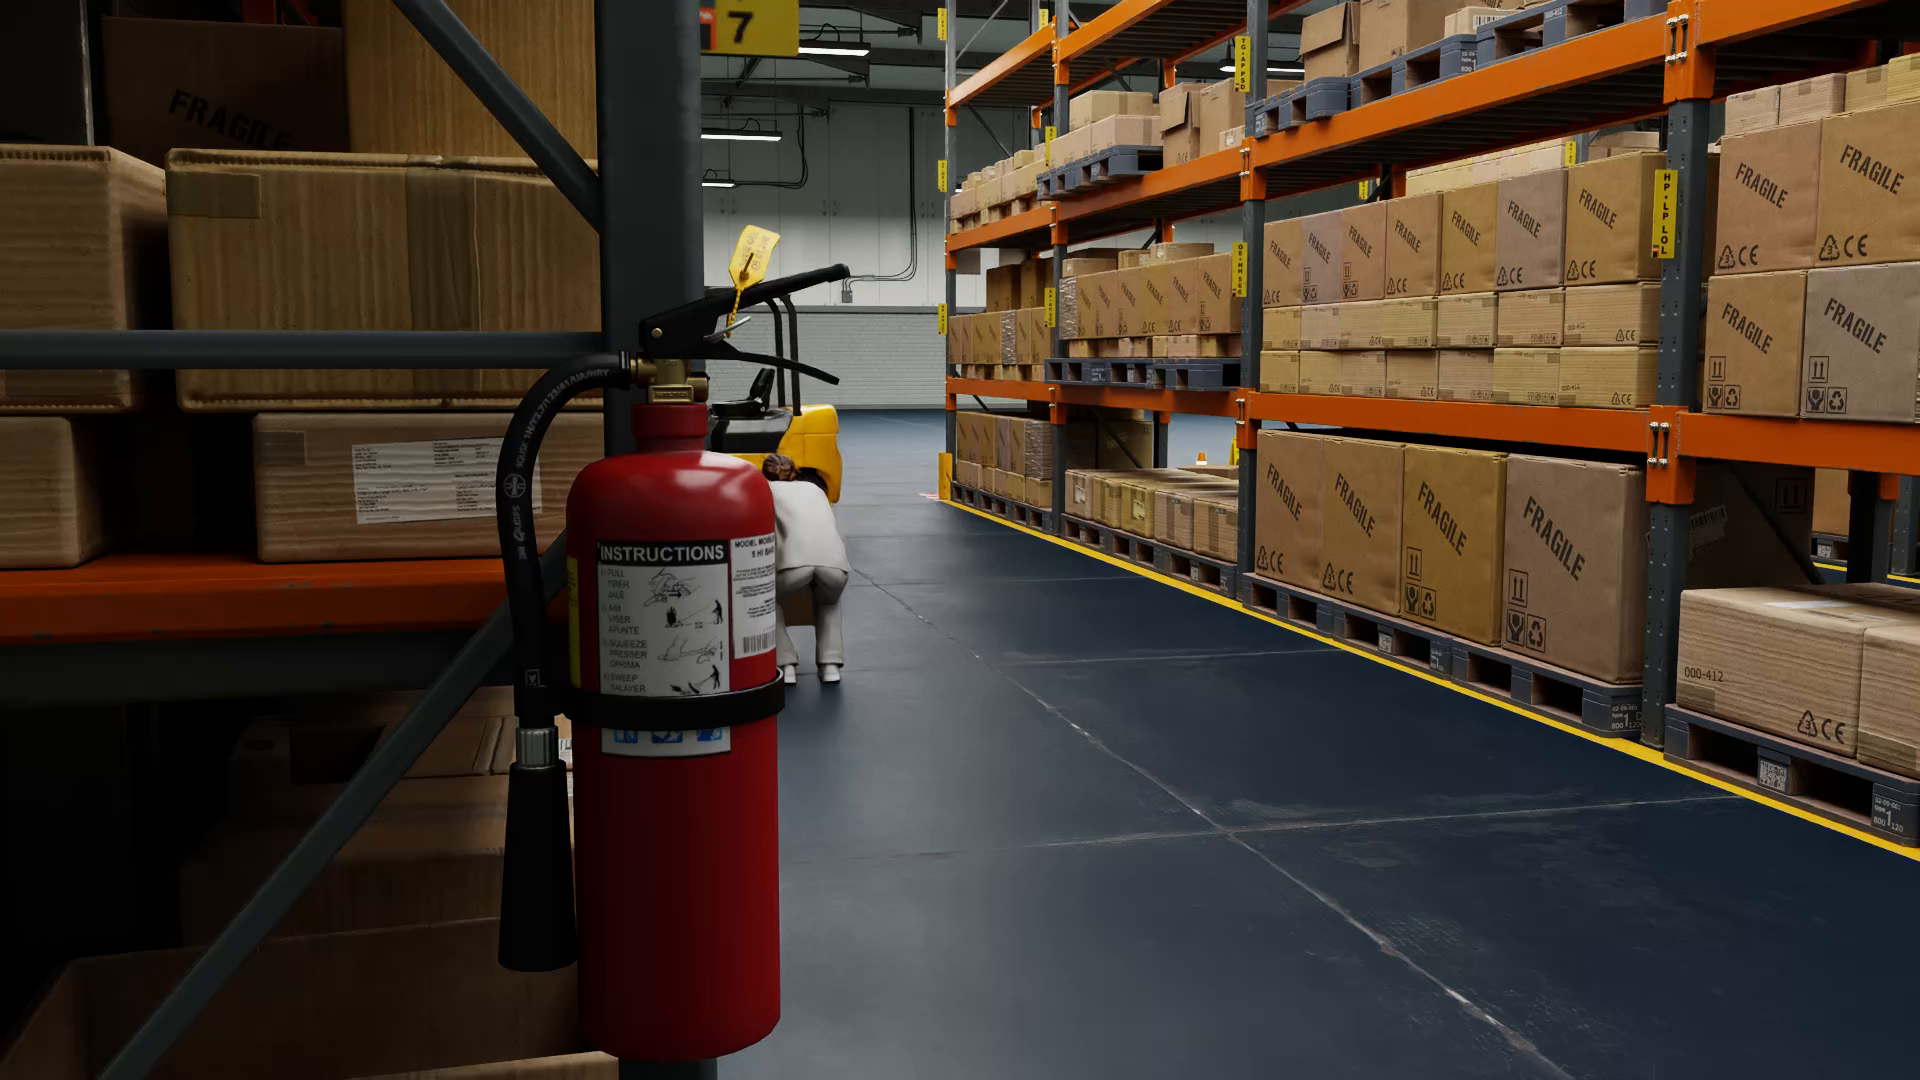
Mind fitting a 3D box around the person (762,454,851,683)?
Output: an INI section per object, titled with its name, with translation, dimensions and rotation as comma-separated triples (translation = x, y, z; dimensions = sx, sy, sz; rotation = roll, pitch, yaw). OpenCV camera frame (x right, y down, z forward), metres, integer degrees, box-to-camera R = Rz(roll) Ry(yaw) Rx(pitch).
[person]
translation = -0.787, 0.129, 7.871
dimensions = 0.491, 1.048, 0.761
rotation = -2, 6, -15
